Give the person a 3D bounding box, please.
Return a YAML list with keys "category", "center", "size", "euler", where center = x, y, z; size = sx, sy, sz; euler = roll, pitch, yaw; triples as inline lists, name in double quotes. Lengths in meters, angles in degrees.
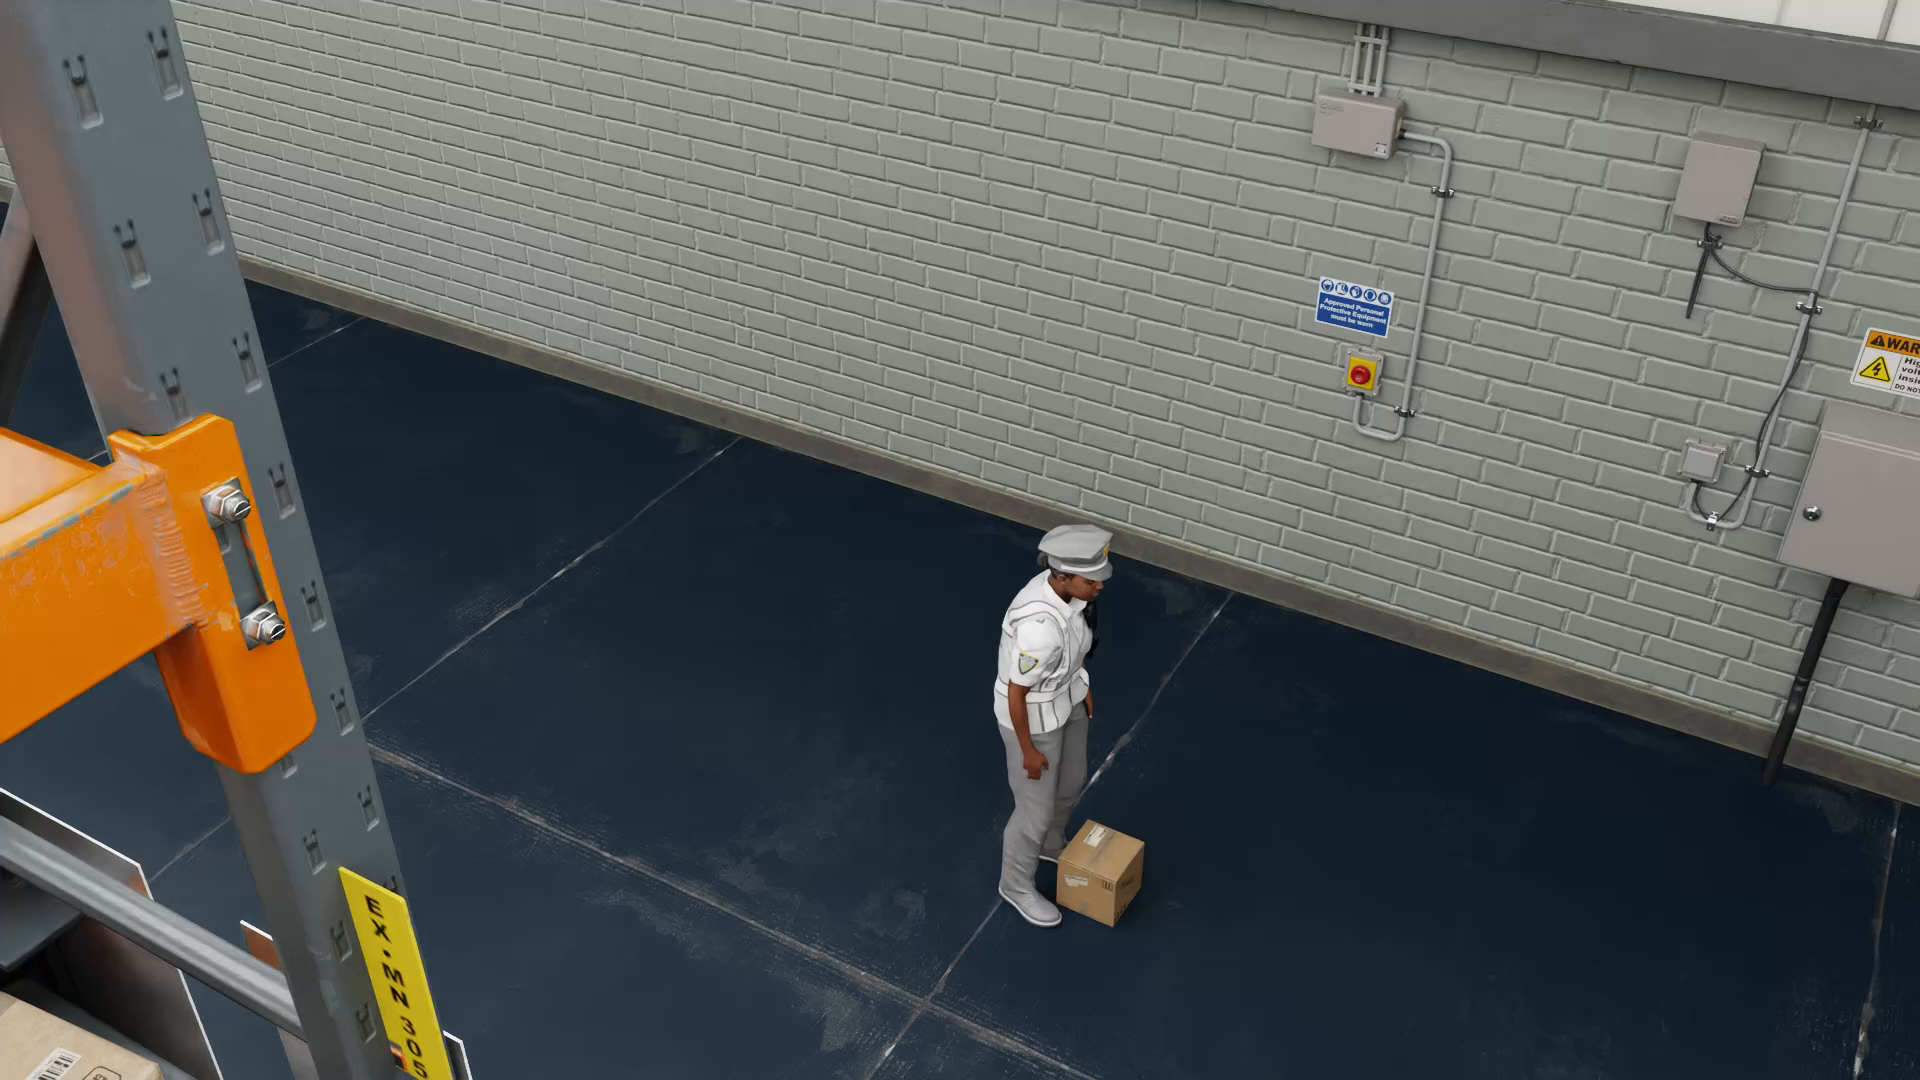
- category: "person"
  center: [0.336, 0.659, 6.177]
  size: [0.392, 1.659, 0.505]
  euler: [18, 38, 25]
